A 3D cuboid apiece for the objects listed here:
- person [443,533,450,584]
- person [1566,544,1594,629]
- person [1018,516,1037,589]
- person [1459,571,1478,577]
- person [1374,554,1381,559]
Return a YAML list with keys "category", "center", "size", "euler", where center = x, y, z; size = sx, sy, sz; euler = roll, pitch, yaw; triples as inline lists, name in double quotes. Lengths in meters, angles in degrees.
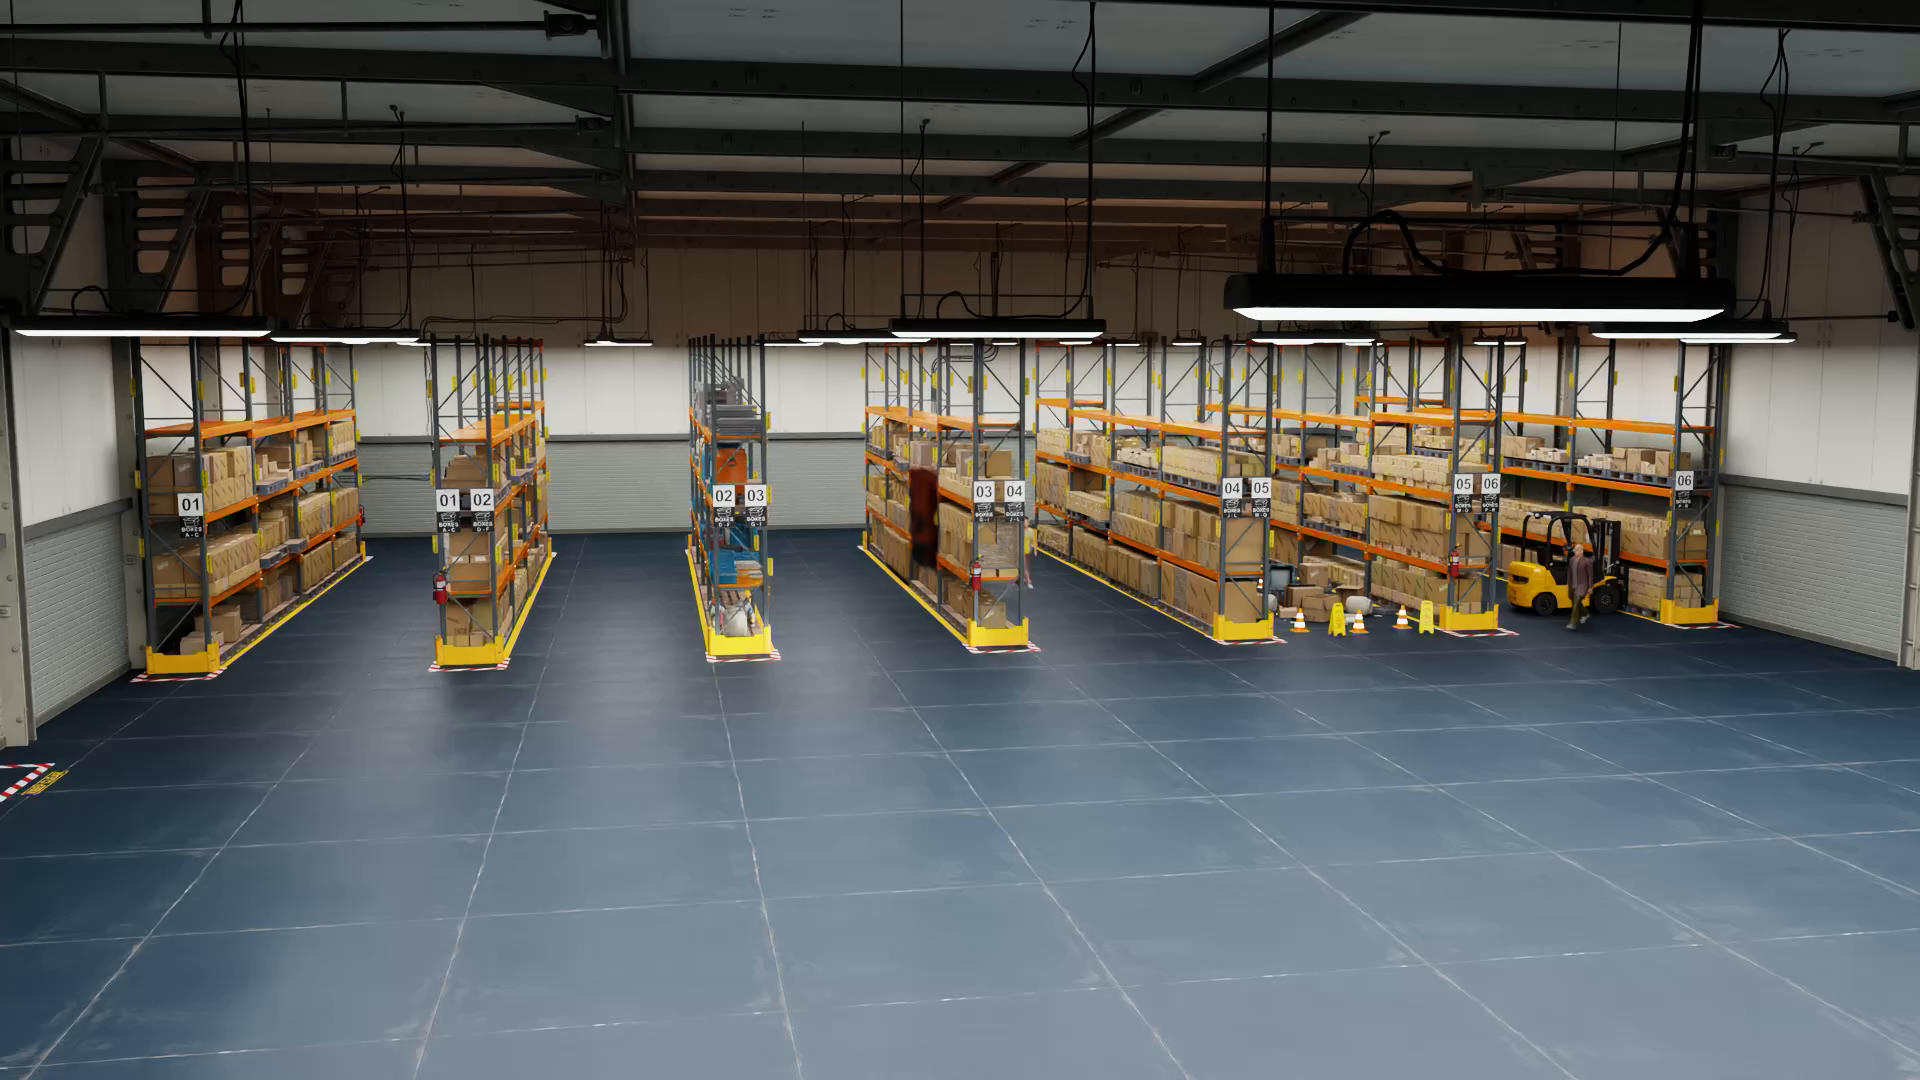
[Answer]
- category: "person"
  center: [-12.470, 0.189, 40.800]
  size: [0.671, 1.709, 1.081]
  euler: [-2, 7, -13]
- category: "person"
  center: [12.736, 0.944, 34.120]
  size: [1.077, 1.737, 0.578]
  euler: [-5, 8, -38]
- category: "person"
  center: [1.498, 0.260, 37.890]
  size: [0.450, 1.607, 1.053]
  euler: [-3, 7, -27]
- category: "person"
  center: [11.735, 0.521, 38.275]
  size: [0.539, 1.784, 0.599]
  euler: [-2, 7, -15]
- category: "person"
  center: [11.008, -0.087, 43.177]
  size: [0.567, 1.806, 0.385]
  euler: [-5, 8, -38]
